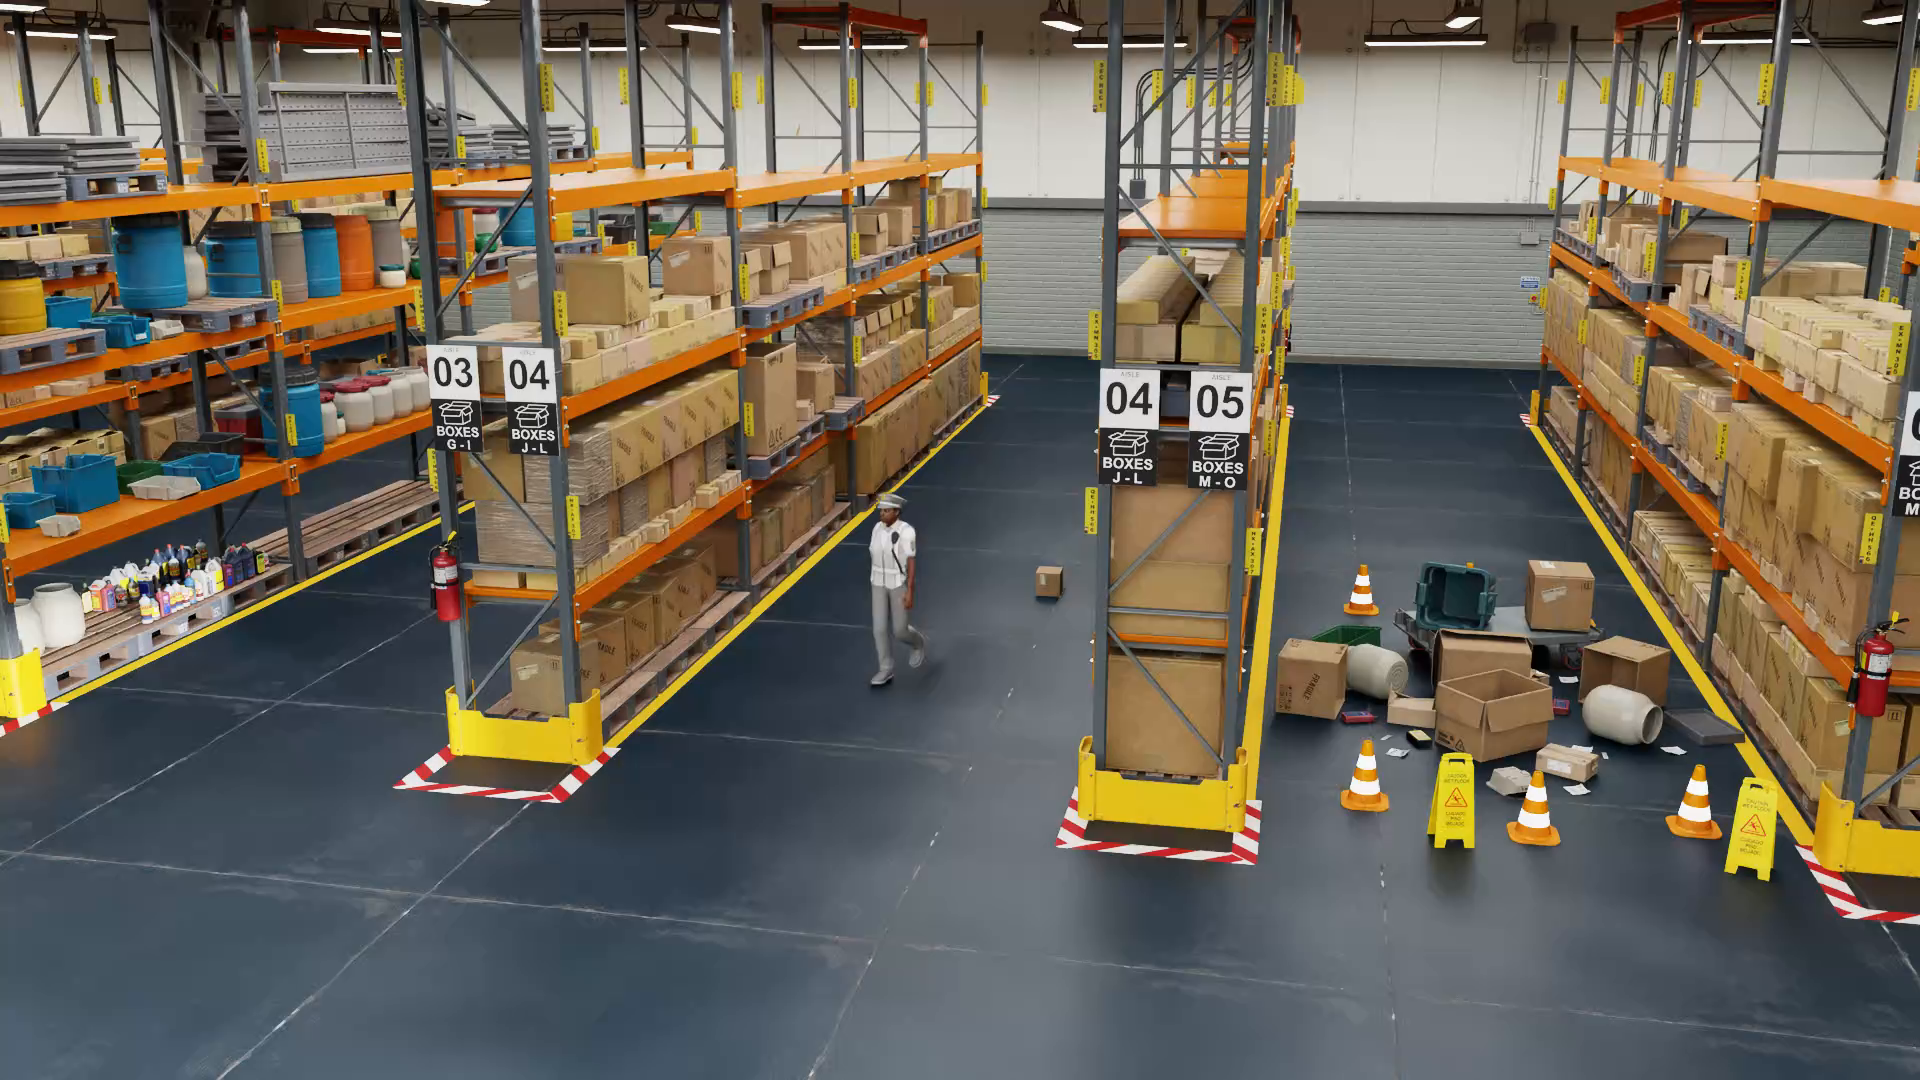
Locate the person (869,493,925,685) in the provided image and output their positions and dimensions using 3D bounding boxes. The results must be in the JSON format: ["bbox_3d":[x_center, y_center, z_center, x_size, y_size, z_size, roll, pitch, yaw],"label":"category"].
[{"bbox_3d":[-0.563,0.389,14.402,0.460,1.672,0.609,8,17,28],"label":"person"}]
